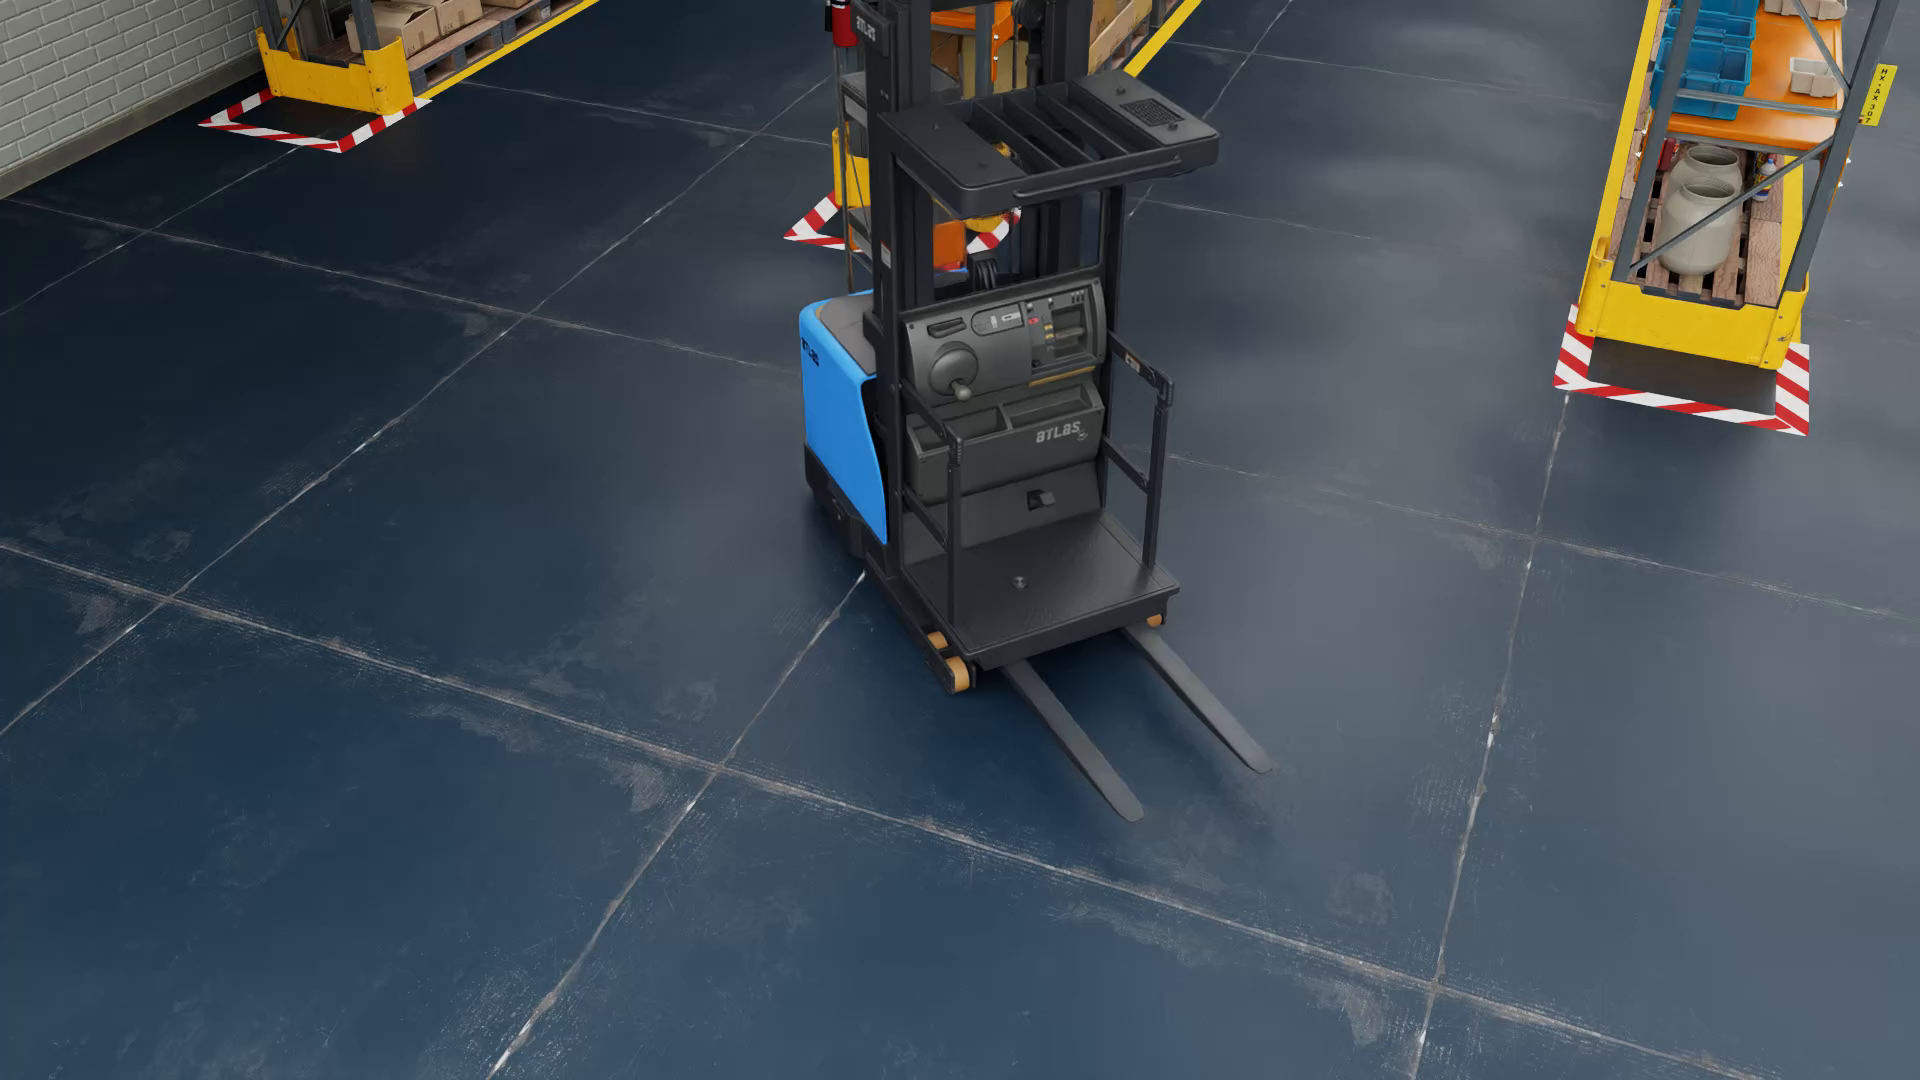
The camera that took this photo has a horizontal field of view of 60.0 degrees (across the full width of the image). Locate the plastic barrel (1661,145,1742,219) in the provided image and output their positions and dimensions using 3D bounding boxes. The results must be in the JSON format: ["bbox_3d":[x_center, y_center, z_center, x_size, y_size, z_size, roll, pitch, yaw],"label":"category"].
[{"bbox_3d":[4.685,-2.188,10.500,0.421,0.512,0.421,0,37,0],"label":"plastic barrel"}]

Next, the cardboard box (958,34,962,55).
[{"bbox_3d":[0.031,-3.776,12.218,0.500,0.500,0.500,14,39,18],"label":"cardboard box"}]

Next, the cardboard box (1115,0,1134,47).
[{"bbox_3d":[1.084,-4.188,13.394,0.500,0.250,0.500,14,39,18],"label":"cardboard box"}]

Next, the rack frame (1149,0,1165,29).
[{"bbox_3d":[1.257,-5.702,13.474,1.000,3.000,0.127,14,39,18],"label":"rack frame"}]

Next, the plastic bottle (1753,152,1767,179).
[{"bbox_3d":[5.423,-2.563,11.186,0.097,0.271,0.097,0,37,0],"label":"plastic bottle"}]

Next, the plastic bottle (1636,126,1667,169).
[{"bbox_3d":[4.729,-2.692,11.355,0.152,0.276,0.135,14,39,18],"label":"plastic bottle"}]

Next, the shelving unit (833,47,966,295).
[{"bbox_3d":[-0.284,-1.484,8.574,0.503,2.100,0.431,-17,39,-22],"label":"shelving unit"}]

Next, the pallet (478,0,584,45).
[{"bbox_3d":[-4.011,-4.654,14.401,1.003,0.211,1.213,14,39,18],"label":"pallet"}]

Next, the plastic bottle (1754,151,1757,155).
[{"bbox_3d":[5.577,-2.759,11.507,0.097,0.201,0.097,0,37,0],"label":"plastic bottle"}]

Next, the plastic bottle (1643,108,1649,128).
[{"bbox_3d":[4.945,-3.018,11.854,0.097,0.201,0.097,0,37,0],"label":"plastic bottle"}]

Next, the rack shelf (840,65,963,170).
[{"bbox_3d":[-0.292,-2.043,8.176,0.480,0.518,0.431,-17,39,-22],"label":"rack shelf"}]

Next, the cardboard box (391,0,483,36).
[{"bbox_3d":[-4.284,-4.391,13.599,0.500,0.311,0.500,17,40,21],"label":"cardboard box"}]

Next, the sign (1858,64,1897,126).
[{"bbox_3d":[4.822,-2.340,8.745,0.100,0.325,0.005,14,39,18],"label":"sign"}]

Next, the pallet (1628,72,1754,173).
[{"bbox_3d":[5.543,-3.092,12.312,1.003,0.211,1.213,14,39,18],"label":"pallet"}]

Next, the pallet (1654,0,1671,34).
[{"bbox_3d":[6.562,-4.576,14.297,1.003,0.211,1.213,14,39,18],"label":"pallet"}]

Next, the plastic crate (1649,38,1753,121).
[{"bbox_3d":[4.229,-2.642,9.506,0.499,0.251,0.616,14,39,18],"label":"plastic crate"}]

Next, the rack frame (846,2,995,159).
[{"bbox_3d":[-0.264,-3.487,10.511,1.000,3.000,0.127,14,39,18],"label":"rack frame"}]

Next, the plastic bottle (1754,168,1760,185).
[{"bbox_3d":[5.332,-2.402,11.030,0.097,0.201,0.097,0,37,0],"label":"plastic bottle"}]

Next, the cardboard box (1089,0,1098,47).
[{"bbox_3d":[0.718,-3.931,12.424,0.500,0.500,0.500,14,39,18],"label":"cardboard box"}]

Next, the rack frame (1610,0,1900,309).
[{"bbox_3d":[4.315,-2.357,8.999,1.000,3.000,0.127,14,39,18],"label":"rack frame"}]

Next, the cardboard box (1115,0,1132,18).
[{"bbox_3d":[1.082,-4.488,13.170,0.500,0.500,0.500,14,39,18],"label":"cardboard box"}]

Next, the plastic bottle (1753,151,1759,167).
[{"bbox_3d":[5.499,-2.645,11.355,0.097,0.201,0.097,0,37,0],"label":"plastic bottle"}]

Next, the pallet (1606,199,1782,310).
[{"bbox_3d":[4.614,-1.741,10.505,1.003,0.211,1.213,14,39,18],"label":"pallet"}]

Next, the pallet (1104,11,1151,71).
[{"bbox_3d":[0.916,-4.154,13.733,1.003,0.211,1.213,14,39,18],"label":"pallet"}]

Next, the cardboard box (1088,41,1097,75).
[{"bbox_3d":[0.718,-3.630,12.649,0.500,0.250,0.500,14,39,18],"label":"cardboard box"}]

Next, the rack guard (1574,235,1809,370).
[{"bbox_3d":[4.300,-1.408,9.818,1.175,0.500,0.348,14,39,18],"label":"rack guard"}]

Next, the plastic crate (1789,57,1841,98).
[{"bbox_3d":[4.953,-2.673,9.643,0.298,0.136,0.250,14,39,18],"label":"plastic crate"}]

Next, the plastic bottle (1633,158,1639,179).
[{"bbox_3d":[4.608,-2.529,11.199,0.097,0.201,0.097,0,37,0],"label":"plastic bottle"}]

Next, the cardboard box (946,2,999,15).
[{"bbox_3d":[-0.075,-3.783,10.823,0.700,0.500,0.500,14,39,18],"label":"cardboard box"}]

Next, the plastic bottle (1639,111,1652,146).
[{"bbox_3d":[4.842,-2.891,11.559,0.144,0.351,0.185,15,39,20],"label":"plastic bottle"}]

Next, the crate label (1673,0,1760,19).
[{"bbox_3d":[4.765,-3.452,10.434,0.502,0.435,0.616,14,39,18],"label":"crate label"}]

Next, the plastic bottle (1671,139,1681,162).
[{"bbox_3d":[4.905,-2.721,11.456,0.097,0.201,0.097,0,37,0],"label":"plastic bottle"}]

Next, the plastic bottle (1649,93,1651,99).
[{"bbox_3d":[5.212,-3.395,12.296,0.152,0.276,0.135,15,39,19],"label":"plastic bottle"}]

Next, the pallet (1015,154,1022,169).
[{"bbox_3d":[-0.012,-2.803,11.926,1.003,0.211,1.213,14,39,18],"label":"pallet"}]

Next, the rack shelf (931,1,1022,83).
[{"bbox_3d":[0.496,-4.306,12.208,1.077,0.370,4.000,14,39,18],"label":"rack shelf"}]

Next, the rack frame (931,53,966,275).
[{"bbox_3d":[-0.067,-1.551,8.663,0.015,2.100,0.400,-17,39,-22],"label":"rack frame"}]

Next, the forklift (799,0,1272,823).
[{"bbox_3d":[0.302,-0.792,6.964,1.130,2.935,3.031,-16,40,-21],"label":"forklift"}]

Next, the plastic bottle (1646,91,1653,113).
[{"bbox_3d":[5.074,-3.230,12.012,0.144,0.351,0.185,12,38,16],"label":"plastic bottle"}]
